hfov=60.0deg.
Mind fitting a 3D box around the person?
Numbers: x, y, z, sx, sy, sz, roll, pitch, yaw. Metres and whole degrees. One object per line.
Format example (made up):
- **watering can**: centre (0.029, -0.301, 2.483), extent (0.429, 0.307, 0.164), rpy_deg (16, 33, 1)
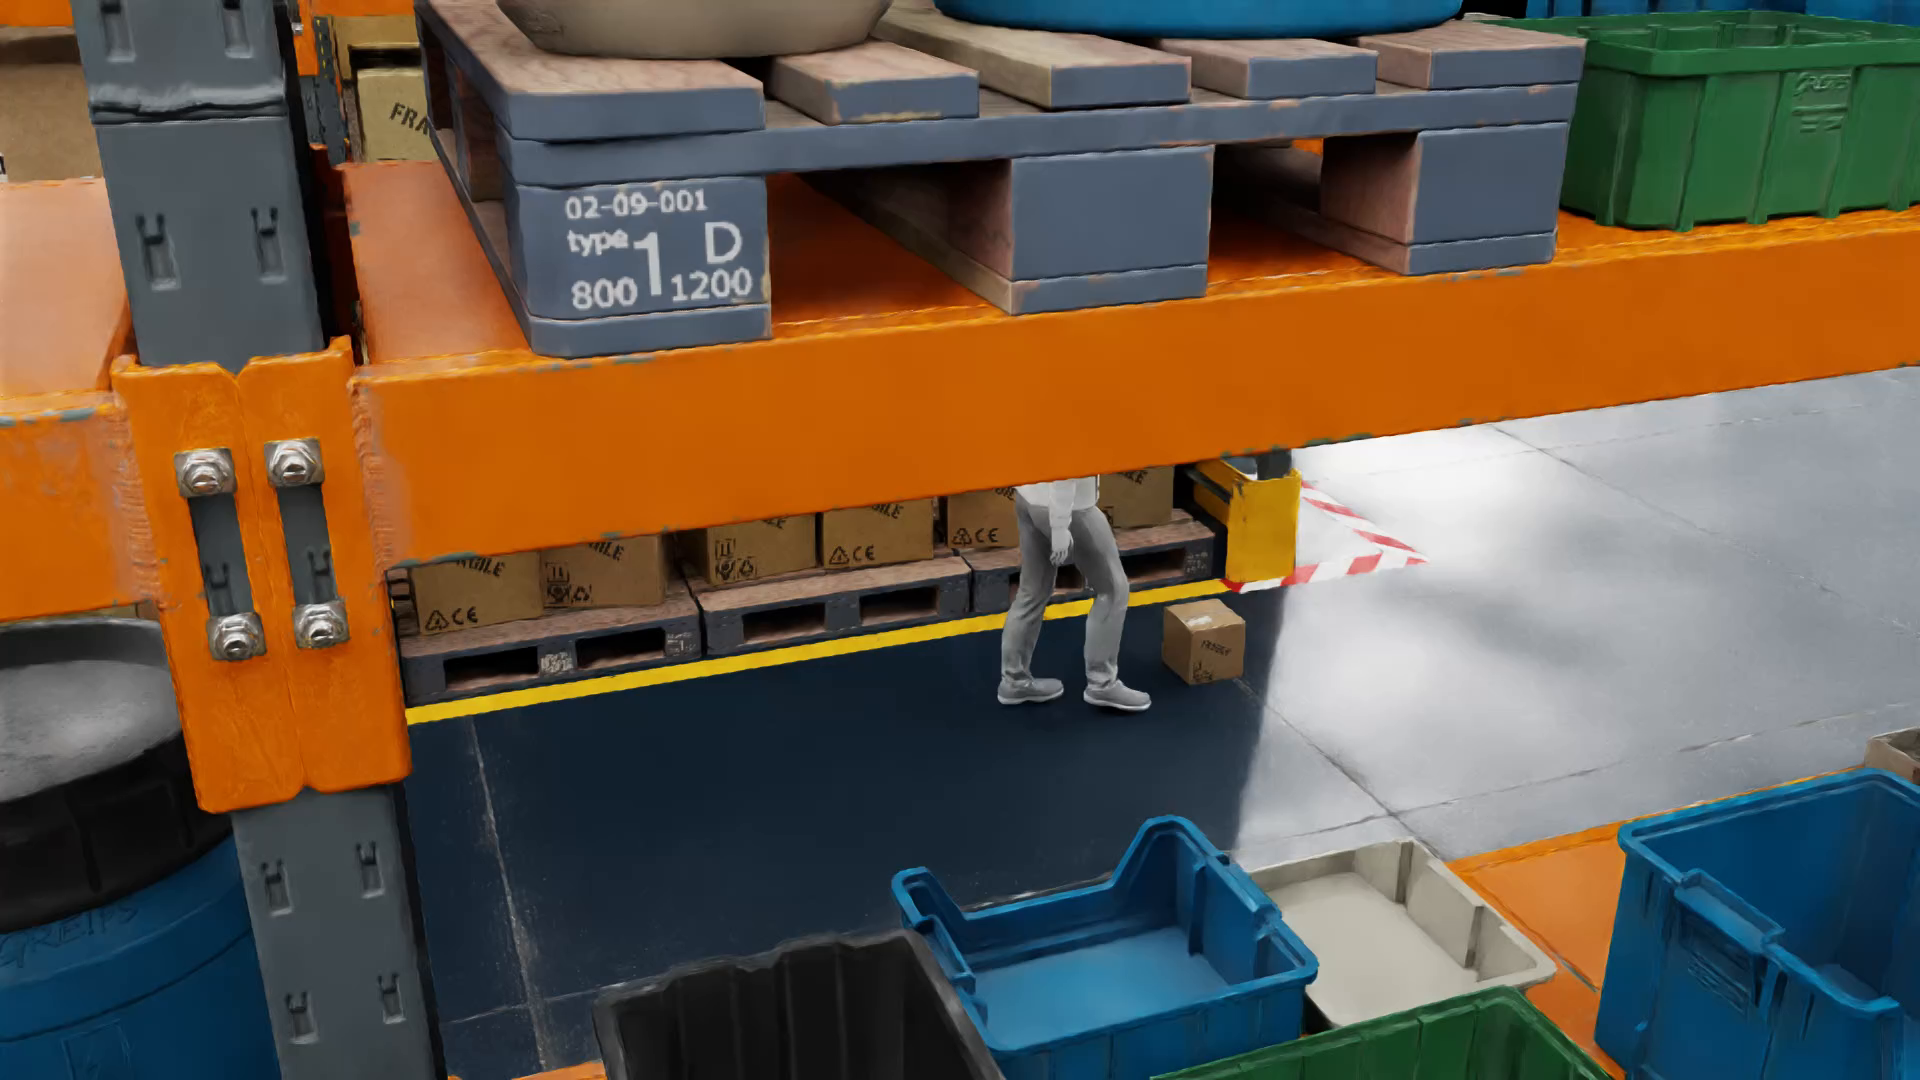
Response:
- **person**: centre (0.427, -0.147, 6.388), extent (0.577, 1.682, 0.478), rpy_deg (-8, 24, -19)
